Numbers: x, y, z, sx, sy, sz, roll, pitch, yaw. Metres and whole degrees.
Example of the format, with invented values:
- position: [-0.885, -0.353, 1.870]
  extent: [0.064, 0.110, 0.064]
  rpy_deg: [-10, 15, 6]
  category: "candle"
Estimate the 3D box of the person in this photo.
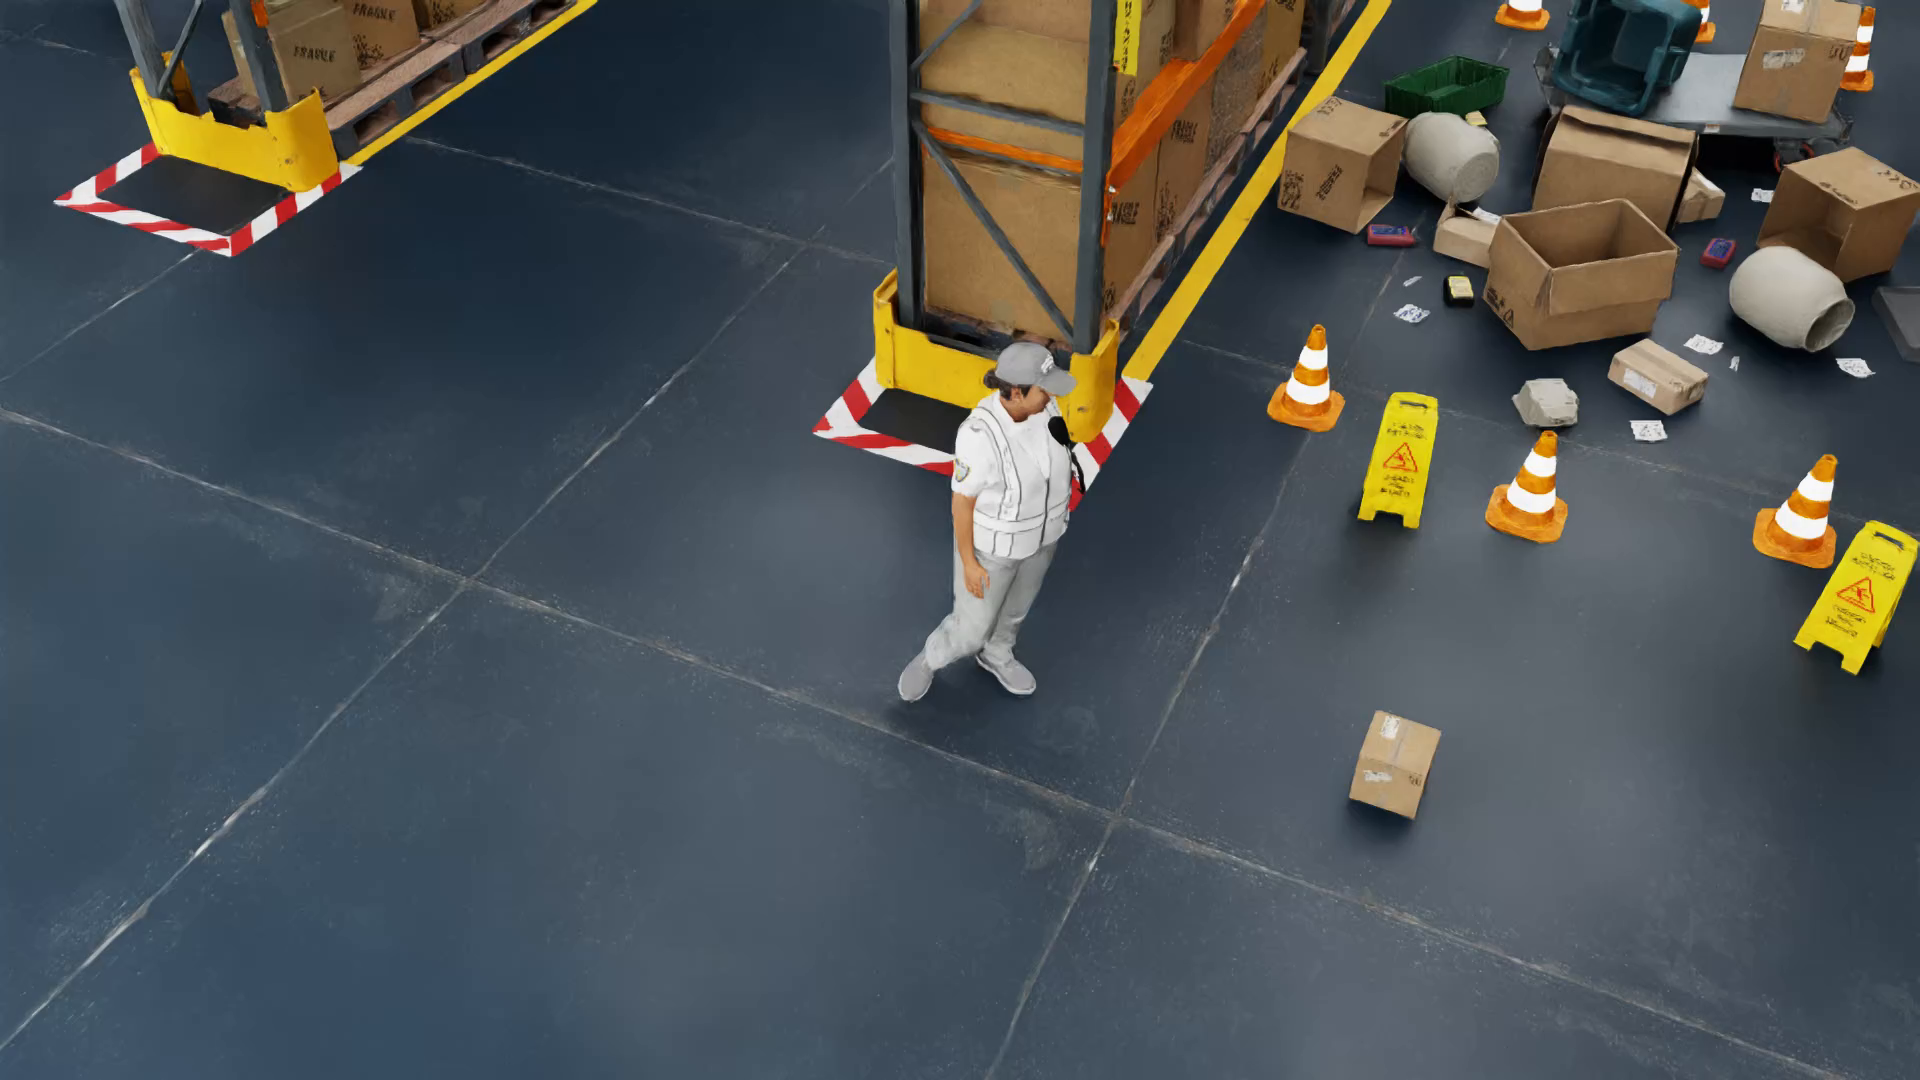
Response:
- position: [0.103, -0.027, 6.166]
  extent: [0.667, 1.656, 0.469]
  rpy_deg: [-28, 49, -28]
  category: "person"
